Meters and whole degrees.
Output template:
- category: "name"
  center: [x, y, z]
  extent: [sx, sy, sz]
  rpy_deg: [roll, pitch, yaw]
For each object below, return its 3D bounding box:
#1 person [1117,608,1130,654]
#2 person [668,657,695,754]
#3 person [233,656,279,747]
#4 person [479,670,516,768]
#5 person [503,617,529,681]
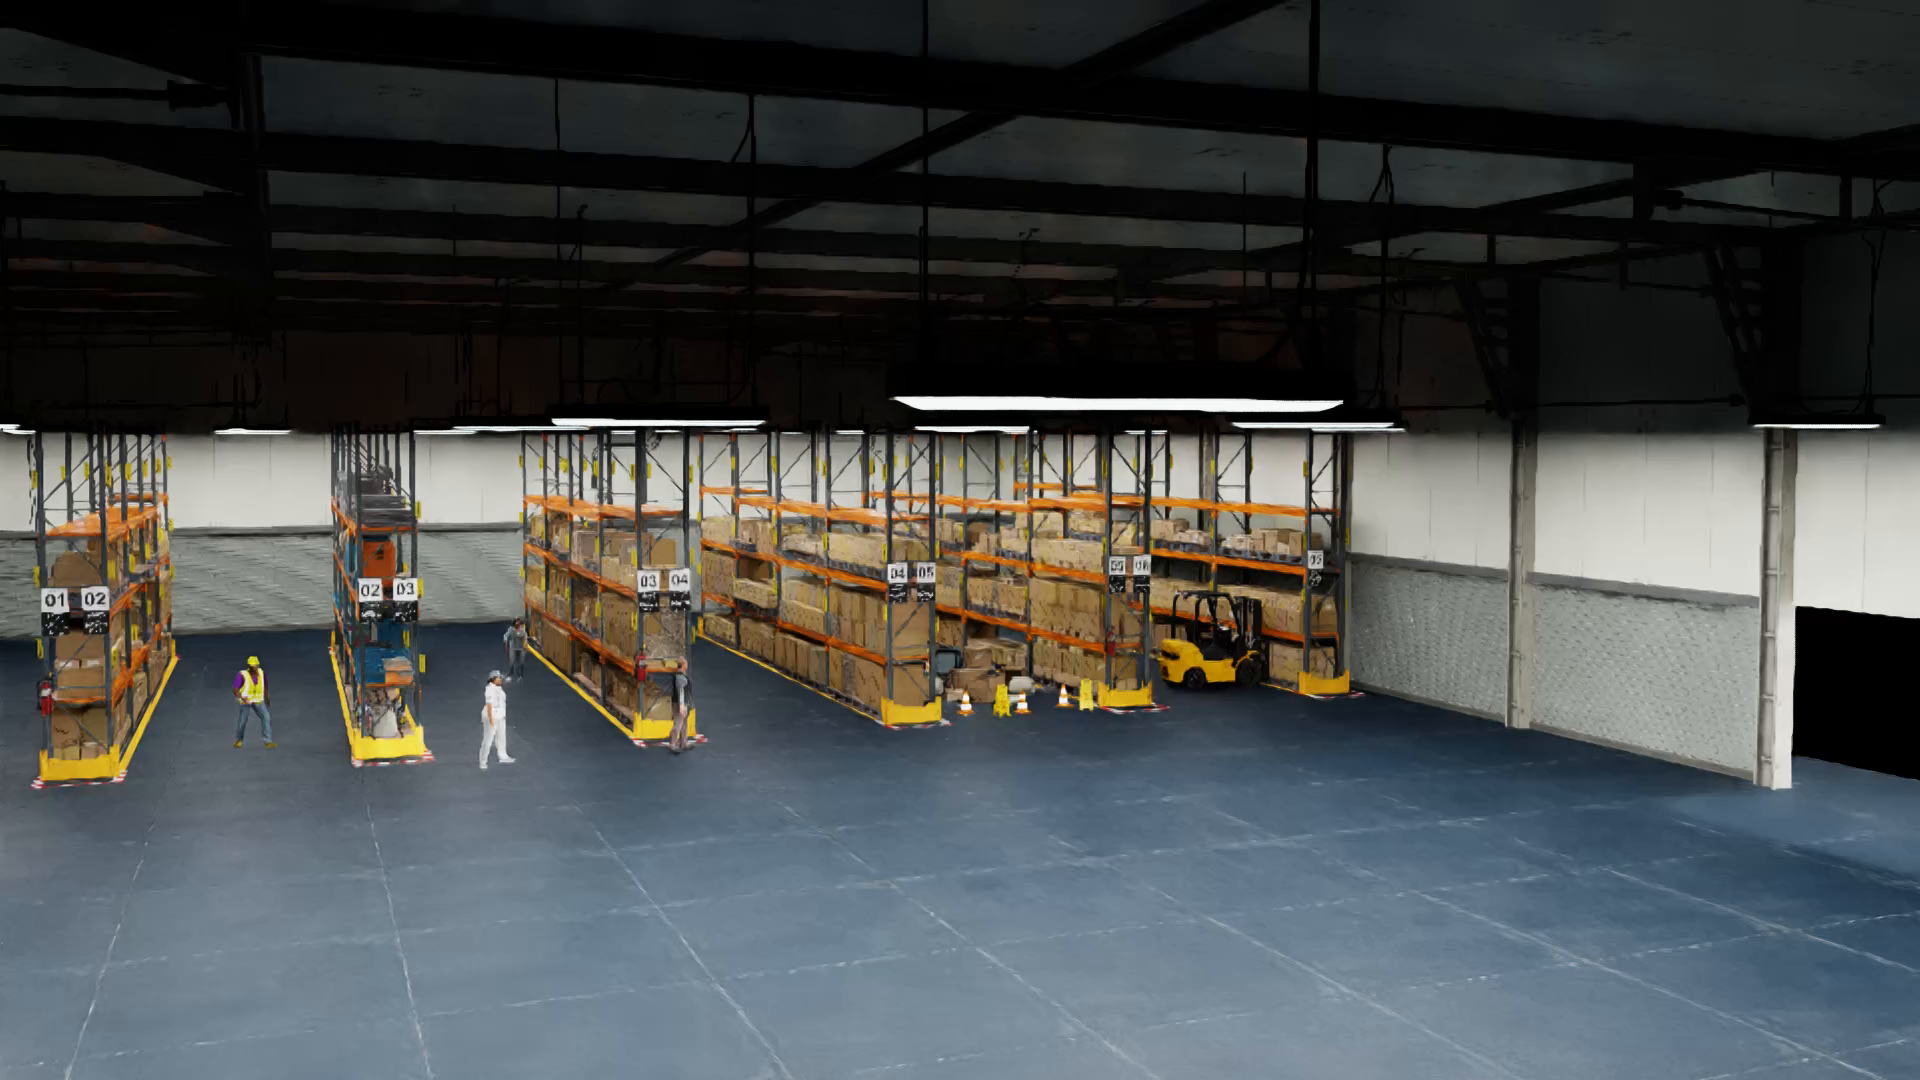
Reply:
- category: "person"
  center: [3.781, 2.397, 39.012]
  extent: [0.504, 1.759, 0.588]
  rpy_deg: [1, 4, 9]
- category: "person"
  center: [-5.045, 2.978, 30.077]
  extent: [0.495, 1.722, 0.628]
  rpy_deg: [-1, 4, -12]
- category: "person"
  center: [-13.000, 2.960, 30.521]
  extent: [0.708, 1.703, 0.842]
  rpy_deg: [-3, 5, -39]
- category: "person"
  center: [-8.065, 3.080, 28.842]
  extent: [0.493, 1.662, 0.695]
  rpy_deg: [0, 4, 7]
- category: "person"
  center: [-10.346, 2.537, 38.765]
  extent: [0.566, 1.541, 0.519]
  rpy_deg: [-2, 4, -25]
